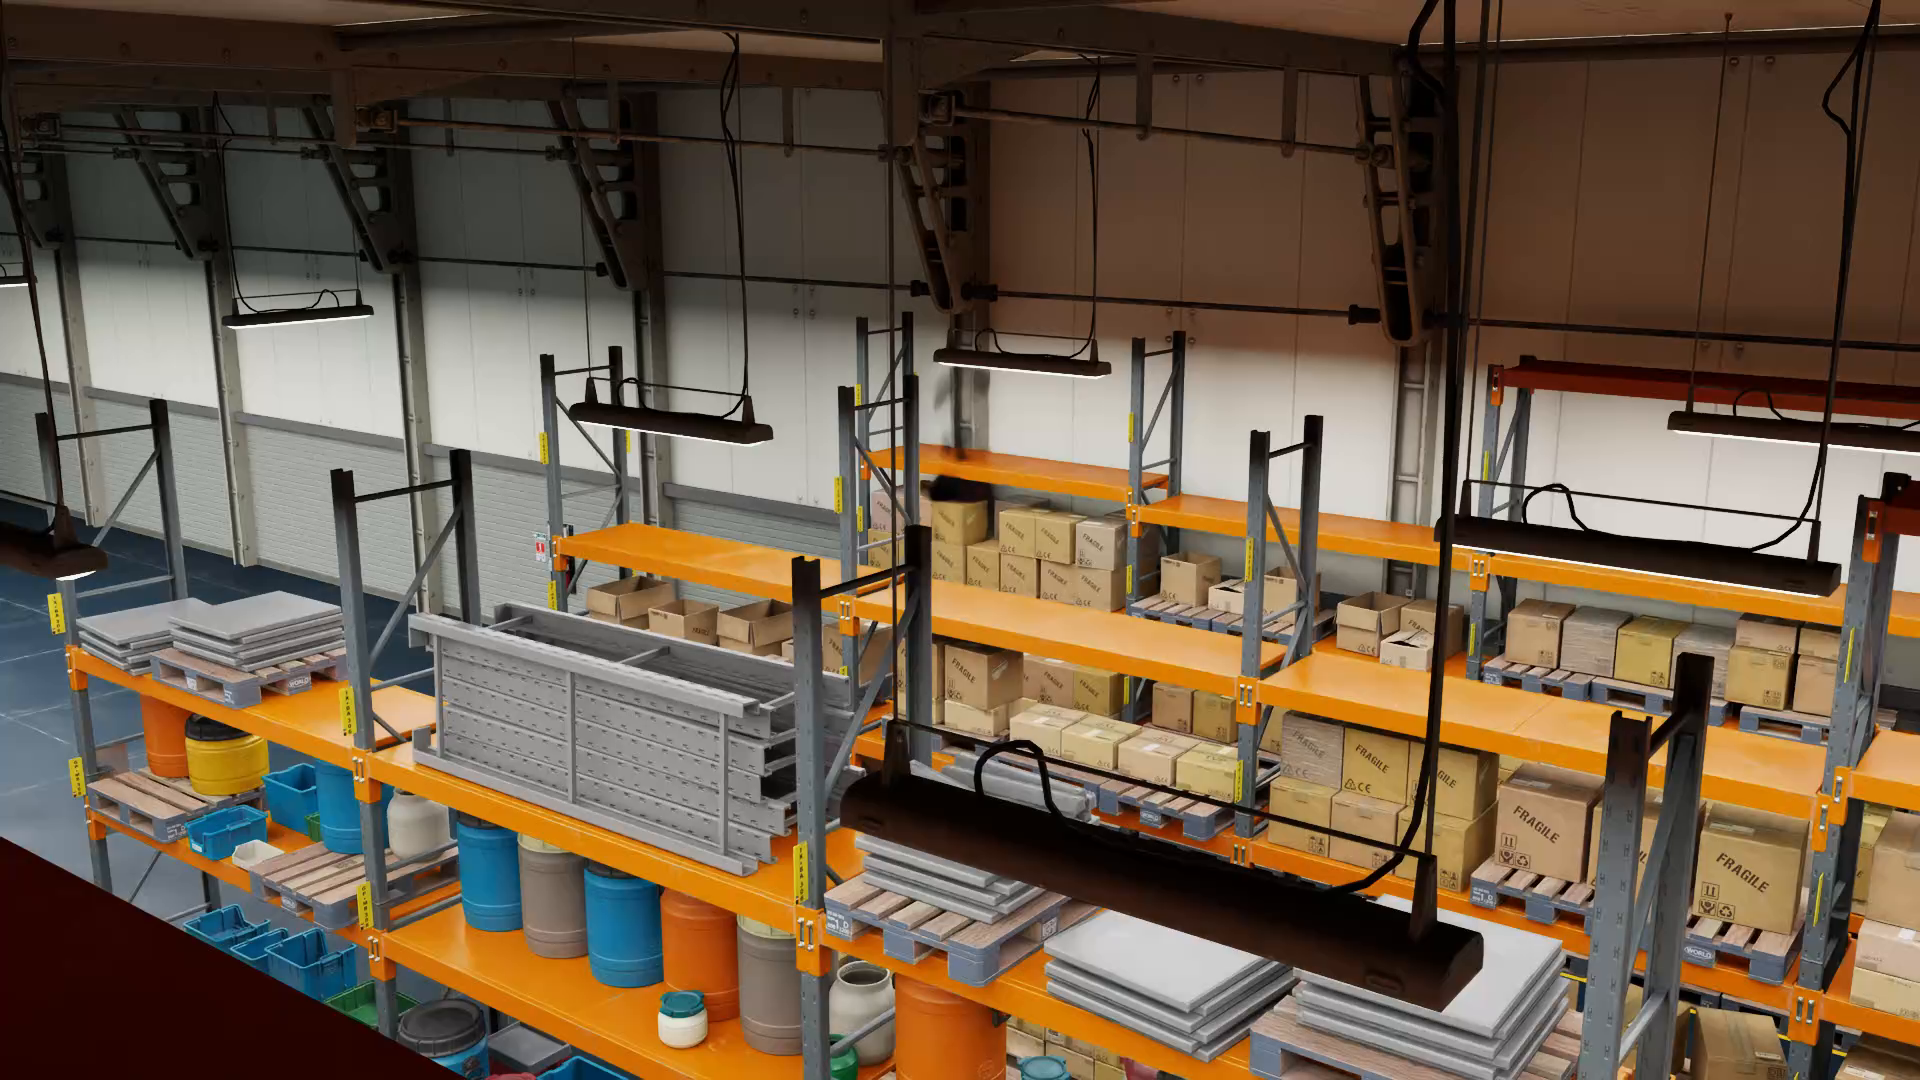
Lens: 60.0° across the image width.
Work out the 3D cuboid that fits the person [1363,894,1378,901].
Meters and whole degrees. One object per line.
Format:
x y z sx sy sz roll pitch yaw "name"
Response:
3.880 3.909 14.940 0.859 1.564 0.530 10 17 38 "person"
